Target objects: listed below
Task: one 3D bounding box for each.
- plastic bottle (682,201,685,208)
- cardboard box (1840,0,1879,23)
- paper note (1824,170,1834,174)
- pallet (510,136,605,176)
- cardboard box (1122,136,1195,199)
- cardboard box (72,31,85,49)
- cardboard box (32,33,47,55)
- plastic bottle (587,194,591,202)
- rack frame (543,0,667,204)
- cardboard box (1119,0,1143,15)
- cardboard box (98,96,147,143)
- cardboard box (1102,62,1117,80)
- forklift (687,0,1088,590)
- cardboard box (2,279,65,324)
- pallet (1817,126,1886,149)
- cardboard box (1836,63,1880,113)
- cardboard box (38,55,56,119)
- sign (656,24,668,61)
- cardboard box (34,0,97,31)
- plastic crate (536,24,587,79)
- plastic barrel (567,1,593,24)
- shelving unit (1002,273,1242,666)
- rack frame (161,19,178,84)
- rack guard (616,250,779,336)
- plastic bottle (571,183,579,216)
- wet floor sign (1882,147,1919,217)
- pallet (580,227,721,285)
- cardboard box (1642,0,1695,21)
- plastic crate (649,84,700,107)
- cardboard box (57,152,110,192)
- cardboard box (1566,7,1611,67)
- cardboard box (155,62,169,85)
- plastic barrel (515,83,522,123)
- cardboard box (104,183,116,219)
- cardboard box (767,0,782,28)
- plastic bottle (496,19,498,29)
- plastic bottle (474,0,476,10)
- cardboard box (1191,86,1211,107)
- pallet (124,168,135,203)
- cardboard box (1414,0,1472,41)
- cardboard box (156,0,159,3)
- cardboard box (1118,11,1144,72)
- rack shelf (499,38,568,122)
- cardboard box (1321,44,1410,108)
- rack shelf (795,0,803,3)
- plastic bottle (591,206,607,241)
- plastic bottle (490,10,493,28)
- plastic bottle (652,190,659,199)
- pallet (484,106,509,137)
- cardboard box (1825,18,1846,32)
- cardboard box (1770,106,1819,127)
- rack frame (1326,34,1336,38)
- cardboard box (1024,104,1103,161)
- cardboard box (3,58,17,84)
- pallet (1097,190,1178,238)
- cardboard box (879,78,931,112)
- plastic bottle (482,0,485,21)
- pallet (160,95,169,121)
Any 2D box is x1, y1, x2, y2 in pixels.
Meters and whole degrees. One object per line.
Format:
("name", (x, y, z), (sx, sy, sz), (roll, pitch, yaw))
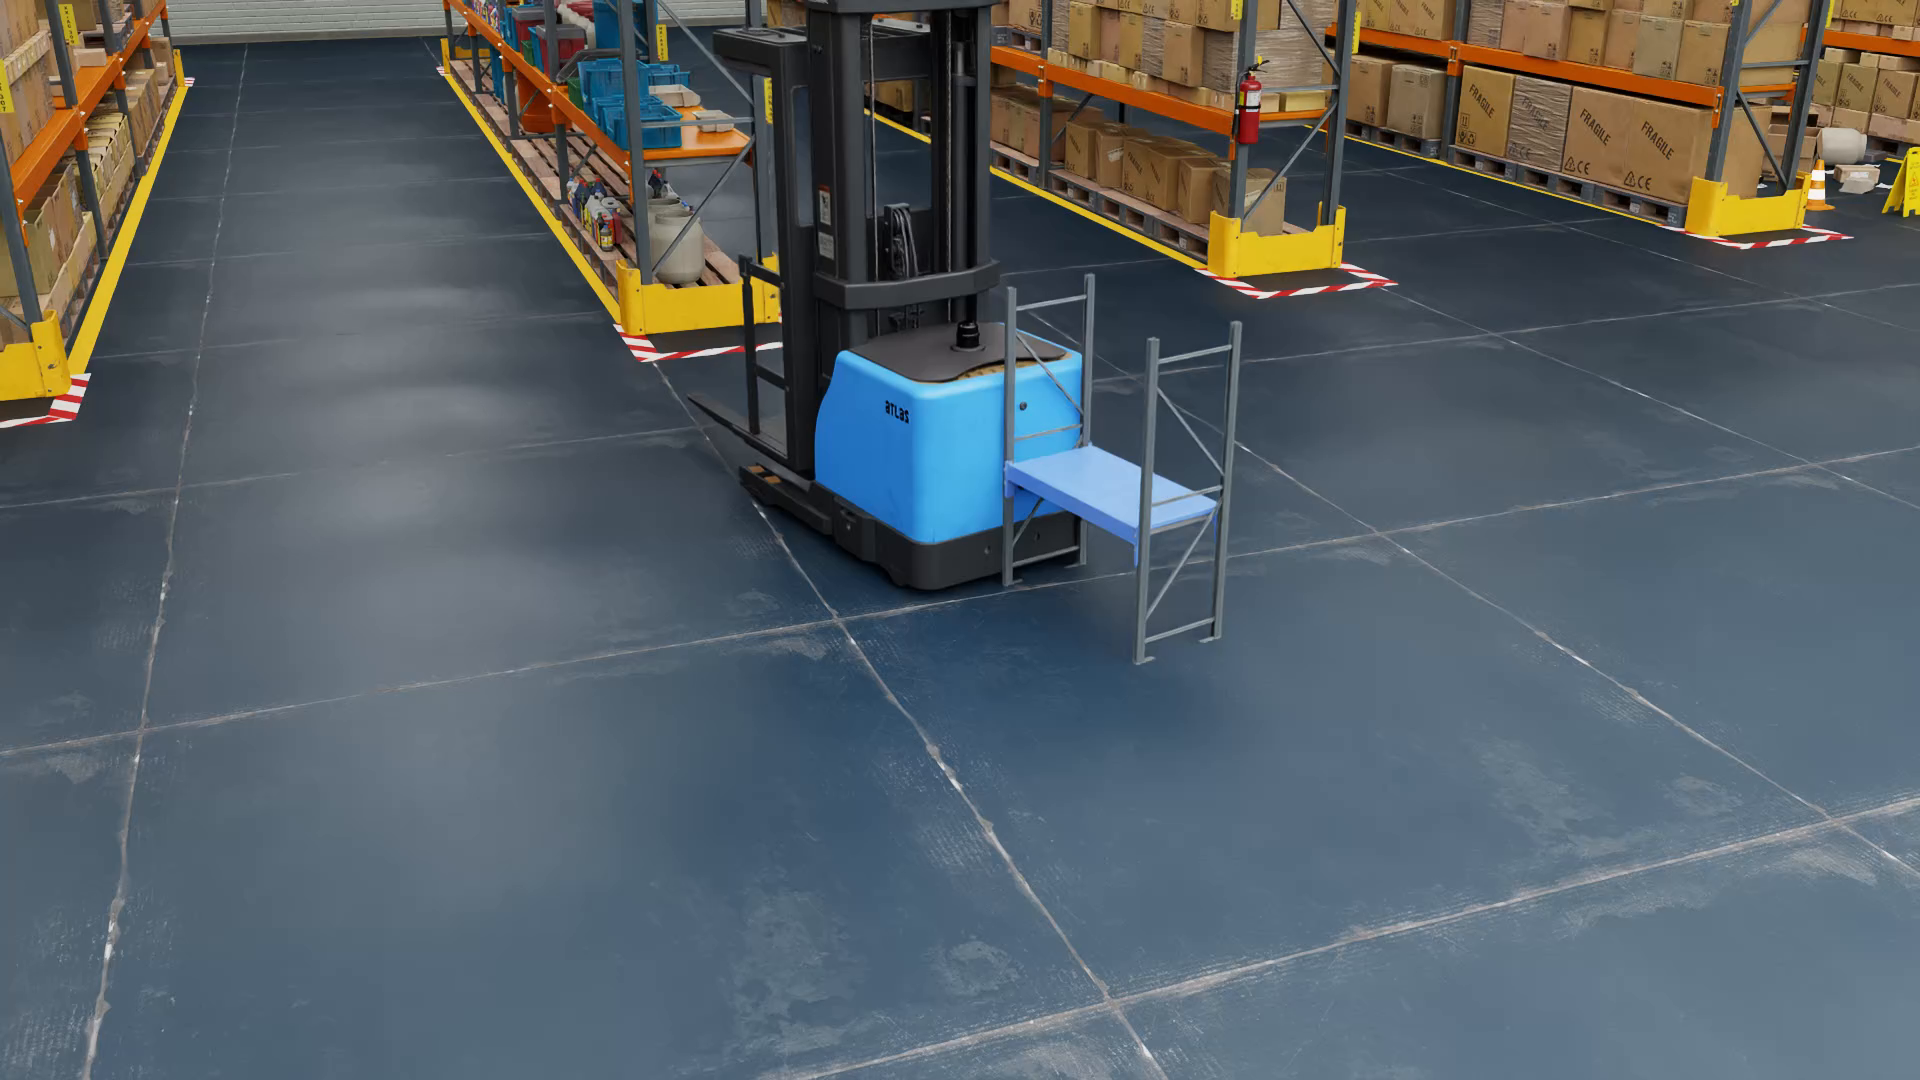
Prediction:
("plastic bottle", (-2.410, -2.821, 14.528), (0.097, 0.271, 0.097), (0, 23, 0))
("cardboard box", (10.681, -6.312, 19.351), (0.500, 0.500, 0.500), (-8, 24, -19))
("paper note", (9.644, -4.079, 18.402), (0.148, 0.019, 0.142), (0, 23, -1))
("pallet", (-4.493, -4.348, 18.795), (1.003, 0.211, 1.213), (-8, 24, -19))
("cardboard box", (1.922, -3.615, 16.143), (0.500, 0.500, 0.500), (-11, 25, -24))
("cardboard box", (-9.278, -5.063, 17.014), (0.500, 0.311, 0.500), (-7, 24, -16))
("cardboard box", (-7.571, -3.974, 13.352), (0.380, 0.149, 0.250), (-9, 24, -20))
("plastic bottle", (-3.267, -2.945, 14.822), (0.097, 0.271, 0.097), (0, 23, 0))
("rack frame", (-3.317, -4.467, 15.485), (1.000, 3.000, 0.127), (-8, 24, -19))
("cardboard box", (1.779, -5.048, 15.066), (0.500, 0.500, 0.500), (-8, 24, -19))
("cardboard box", (-9.449, -4.687, 18.659), (0.500, 0.500, 0.500), (-9, 25, -21))
("cardboard box", (1.575, -4.460, 15.794), (0.380, 0.149, 0.250), (-8, 24, -19))
("forklift", (-0.581, -1.630, 8.844), (1.130, 2.935, 3.031), (-14, 27, -31))
("cardboard box", (-6.701, -1.668, 11.845), (0.500, 0.250, 0.500), (-8, 24, -19))
("pallet", (10.858, -4.982, 20.298), (1.003, 0.211, 1.213), (-8, 24, -19))
("cardboard box", (10.743, -5.334, 19.576), (0.500, 0.500, 0.500), (-7, 24, -17))
("cardboard box", (-7.790, -3.674, 13.476), (0.700, 0.500, 0.500), (-9, 24, -20))
("sign", (-2.799, -4.666, 15.601), (0.100, 0.325, 0.005), (-8, 24, -19))
("cardboard box", (-9.694, -5.695, 17.730), (0.700, 0.500, 0.500), (-18, 29, -36))
("plastic crate", (-3.775, -4.630, 15.791), (0.402, 0.464, 0.583), (-8, 24, -19))
("plastic barrel", (-3.862, -5.331, 17.361), (0.433, 0.535, 0.433), (0, 23, 0))
("shelving unit", (0.705, -0.351, 7.653), (0.538, 1.500, 1.048), (-14, 27, -31))
("rack frame", (-12.192, -8.149, 24.221), (1.000, 3.000, 0.127), (-8, 24, -19))
("rack guard", (-1.975, -1.883, 12.573), (1.175, 0.500, 0.348), (-8, 24, -19))
("plastic bottle", (-3.475, -3.125, 15.242), (0.152, 0.276, 0.135), (-7, 24, -17))
("wet floor sign", (9.268, -3.513, 16.254), (0.267, 0.644, 0.232), (-13, 26, -28))
("pallet", (-2.684, -2.488, 14.381), (1.003, 0.211, 1.213), (-8, 24, -19))
("cardboard box", (7.030, -5.231, 15.715), (0.875, 0.550, 0.550), (-8, 24, -19))
("plastic crate", (-2.507, -3.790, 14.219), (0.530, 0.136, 0.437), (-8, 24, -19))
("cardboard box", (-8.038, -3.340, 15.090), (0.500, 0.311, 0.500), (-9, 24, -20))
("cardboard box", (6.711, -5.139, 16.887), (0.875, 0.550, 0.500), (-8, 24, -19))
("cardboard box", (-11.462, -6.571, 23.452), (0.500, 0.250, 0.500), (-8, 24, -19))
("plastic barrel", (-5.202, -5.335, 20.209), (0.421, 0.512, 0.421), (0, 23, 0))
("cardboard box", (-8.043, -3.081, 15.198), (0.500, 0.250, 0.500), (-8, 24, -18))
("cardboard box", (-2.622, -8.499, 27.248), (0.875, 0.875, 0.875), (-8, 24, -19))
("plastic bottle", (-5.378, -6.045, 19.486), (0.097, 0.201, 0.097), (0, 23, 0))
("plastic bottle", (-6.274, -6.999, 21.660), (0.097, 0.271, 0.097), (0, 23, 0))
("cardboard box", (2.211, -3.827, 14.291), (0.380, 0.149, 0.250), (-8, 24, -19))
("pallet", (-9.111, -3.652, 17.144), (1.003, 0.211, 1.213), (-8, 24, -19))
("cardboard box", (5.558, -5.989, 18.969), (0.500, 0.500, 0.500), (-8, 24, -19))
("cardboard box", (-11.421, -7.699, 23.026), (0.500, 0.500, 0.500), (-8, 24, -19))
("cardboard box", (1.970, -4.616, 15.327), (0.875, 0.500, 0.500), (-8, 24, -19))
("rack shelf", (-4.024, -4.862, 17.349), (1.077, 0.370, 4.000), (-8, 24, -19))
("cardboard box", (5.022, -5.849, 21.122), (1.050, 0.750, 0.750), (-8, 24, -18))
("rack shelf", (-2.216, -8.448, 25.858), (1.077, 0.370, 4.000), (-8, 24, -19))
("plastic bottle", (-3.076, -2.714, 14.267), (0.152, 0.276, 0.135), (-9, 24, -20))
("plastic bottle", (-5.618, -6.293, 20.074), (0.097, 0.201, 0.097), (0, 23, 0))
("plastic bottle", (-2.725, -3.013, 14.967), (0.061, 0.283, 0.133), (-8, 24, -19))
("pallet", (-5.475, -5.358, 21.191), (1.003, 0.211, 1.213), (-8, 24, -19))
("cardboard box", (10.536, -6.147, 19.796), (0.380, 0.149, 0.250), (-8, 24, -17))
("cardboard box", (9.693, -4.779, 19.442), (0.500, 0.500, 0.500), (8, 24, 18))
("rack frame", (4.579, -7.243, 22.074), (1.000, 3.000, 0.127), (-8, 24, -19))
("cardboard box", (1.119, -4.423, 18.034), (0.700, 0.500, 0.500), (-10, 25, -23))
("cardboard box", (-6.934, -3.320, 11.800), (0.380, 0.149, 0.250), (-9, 24, -20))
("pallet", (2.021, -3.178, 16.018), (1.003, 0.211, 1.213), (-8, 24, -19))
("cardboard box", (-0.321, -6.068, 21.479), (1.225, 0.875, 0.875), (-10, 25, -21))
("plastic bottle", (-5.912, -6.627, 20.777), (0.097, 0.271, 0.097), (0, 23, 0))
("pallet", (-11.020, -5.660, 21.907), (1.003, 0.211, 1.213), (-8, 24, -19))
